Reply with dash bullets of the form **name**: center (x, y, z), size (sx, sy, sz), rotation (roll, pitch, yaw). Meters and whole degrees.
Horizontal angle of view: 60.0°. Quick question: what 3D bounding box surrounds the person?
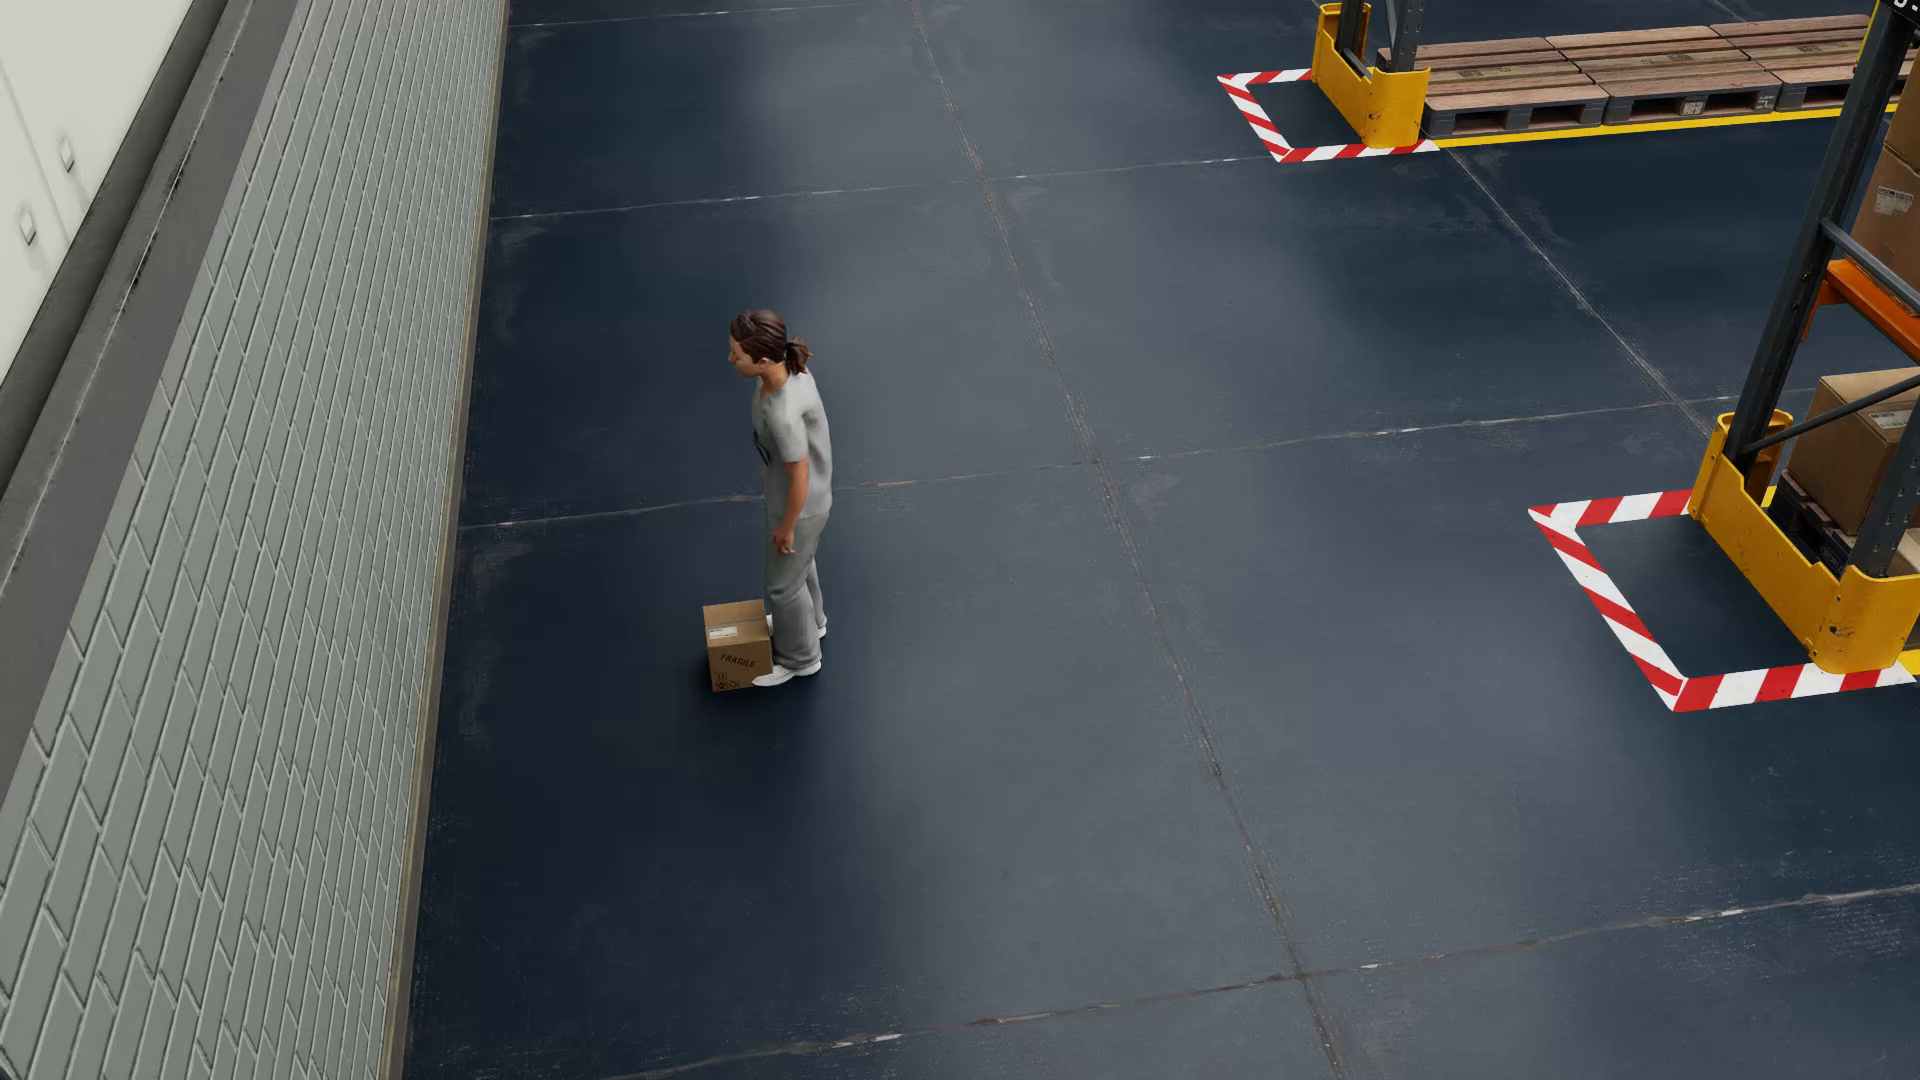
- **person**: center (-0.685, -0.158, 6.351), size (0.404, 1.673, 0.490), rotation (-6, 39, -8)
